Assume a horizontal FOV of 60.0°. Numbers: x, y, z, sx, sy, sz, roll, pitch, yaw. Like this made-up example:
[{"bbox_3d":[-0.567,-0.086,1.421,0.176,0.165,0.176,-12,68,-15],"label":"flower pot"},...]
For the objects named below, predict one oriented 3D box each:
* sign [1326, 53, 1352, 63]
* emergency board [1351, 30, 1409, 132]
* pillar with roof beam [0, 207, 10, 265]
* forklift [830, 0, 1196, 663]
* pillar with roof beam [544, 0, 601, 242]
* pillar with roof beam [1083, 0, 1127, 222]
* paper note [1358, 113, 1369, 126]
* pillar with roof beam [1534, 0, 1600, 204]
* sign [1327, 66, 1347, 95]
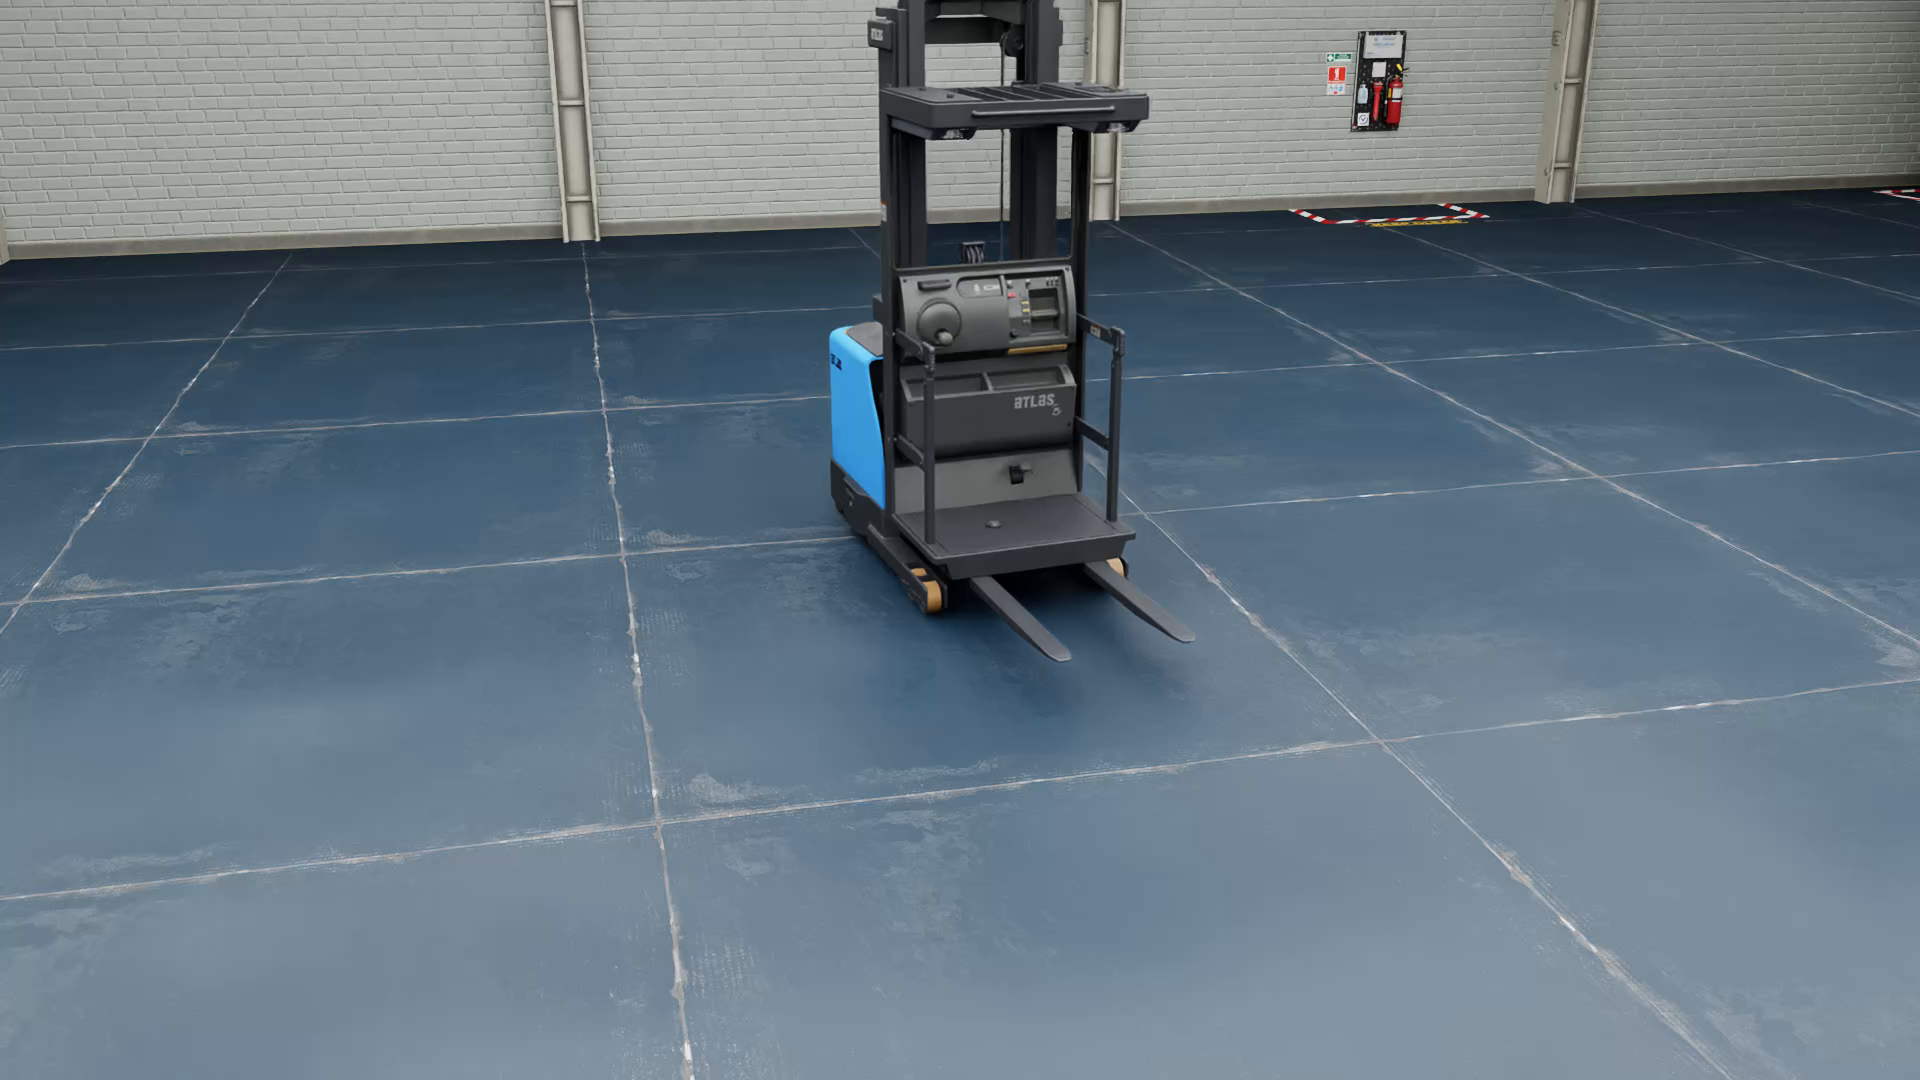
[{"bbox_3d":[4.523,-5.757,19.848,0.331,0.109,0.001,-5,21,-12],"label":"sign"},{"bbox_3d":[5.079,-5.504,19.978,0.643,1.169,0.194,-5,21,-12],"label":"emergency board"},{"bbox_3d":[-9.034,-5.638,11.622,0.400,9.000,9.100,-5,21,-12],"label":"pillar with roof beam"},{"bbox_3d":[0.222,-1.167,8.240,1.130,2.935,3.031,-7,21,-19],"label":"forklift"},{"bbox_3d":[-3.195,-6.113,12.918,0.400,9.000,9.100,-5,21,-12],"label":"pillar with roof beam"},{"bbox_3d":[2.644,-6.587,14.215,0.400,9.000,9.100,-5,21,-12],"label":"pillar with roof beam"},{"bbox_3d":[4.891,-5.099,20.154,0.142,0.148,0.016,-5,21,-12],"label":"paper note"},{"bbox_3d":[8.483,-7.062,15.511,0.400,9.000,9.100,-5,21,-12],"label":"pillar with roof beam"},{"bbox_3d":[4.517,-5.511,19.947,0.234,0.329,0.001,-5,21,-12],"label":"sign"}]
